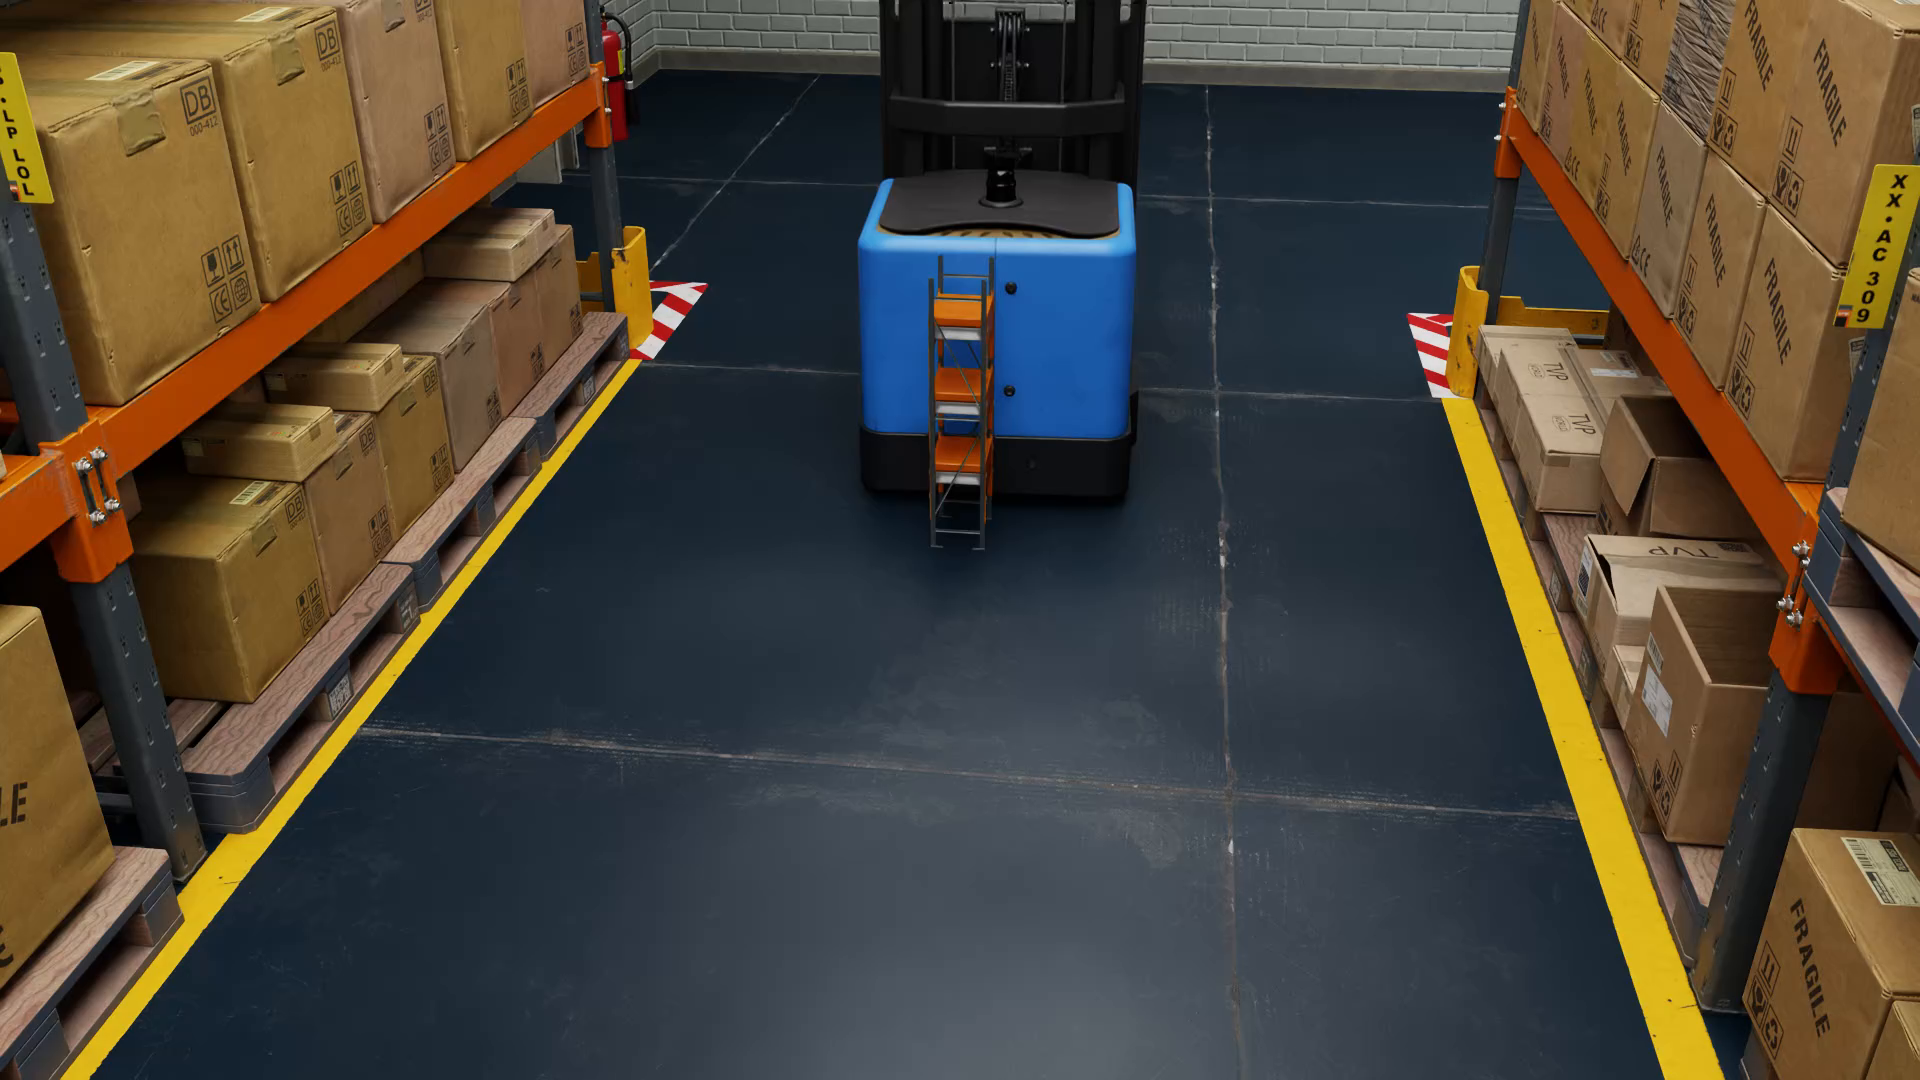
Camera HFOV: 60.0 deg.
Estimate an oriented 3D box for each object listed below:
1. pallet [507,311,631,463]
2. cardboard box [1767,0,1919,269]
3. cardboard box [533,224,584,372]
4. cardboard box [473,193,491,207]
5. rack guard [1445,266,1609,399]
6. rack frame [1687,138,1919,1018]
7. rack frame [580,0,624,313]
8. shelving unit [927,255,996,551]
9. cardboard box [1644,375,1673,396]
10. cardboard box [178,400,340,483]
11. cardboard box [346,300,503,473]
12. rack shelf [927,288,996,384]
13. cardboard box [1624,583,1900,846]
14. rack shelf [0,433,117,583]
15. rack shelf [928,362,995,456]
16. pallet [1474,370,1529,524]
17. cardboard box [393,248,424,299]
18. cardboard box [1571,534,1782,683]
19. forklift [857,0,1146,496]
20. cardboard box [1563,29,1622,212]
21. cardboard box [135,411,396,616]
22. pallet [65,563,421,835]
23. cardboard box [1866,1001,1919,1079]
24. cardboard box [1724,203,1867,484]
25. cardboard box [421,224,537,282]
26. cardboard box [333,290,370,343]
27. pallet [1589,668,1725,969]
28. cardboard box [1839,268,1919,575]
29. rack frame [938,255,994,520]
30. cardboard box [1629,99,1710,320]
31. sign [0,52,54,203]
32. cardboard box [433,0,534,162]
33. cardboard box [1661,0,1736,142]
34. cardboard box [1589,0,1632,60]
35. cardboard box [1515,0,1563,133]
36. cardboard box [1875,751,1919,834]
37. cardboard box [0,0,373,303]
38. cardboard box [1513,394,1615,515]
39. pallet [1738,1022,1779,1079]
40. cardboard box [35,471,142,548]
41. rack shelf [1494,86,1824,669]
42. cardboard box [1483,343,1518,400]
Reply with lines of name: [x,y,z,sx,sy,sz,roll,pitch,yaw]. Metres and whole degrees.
pallet: [-2.122,-0.717,7.358,1.003,0.211,1.213,3,28,6]
cardboard box: [2.130,-0.894,3.587,0.500,0.500,0.500,3,29,6]
cardboard box: [-2.088,-1.074,7.275,0.700,0.500,0.500,3,28,6]
cardboard box: [-2.271,-1.430,7.251,0.380,0.149,0.250,4,29,7]
rack guard: [2.806,-0.903,7.399,1.175,0.500,0.348,3,28,6]
rack frame: [2.325,-0.156,3.378,1.000,3.000,0.127,3,28,6]
rack frame: [-2.102,-2.325,7.404,1.000,3.000,0.127,3,28,6]
shelving unit: [0.007,-0.487,6.048,0.215,1.050,0.252,3,28,6]
cardboard box: [2.854,-0.530,6.594,0.380,0.166,0.250,3,28,6]
cardboard box: [-2.175,-0.309,5.170,0.380,0.149,0.250,4,29,8]
cardboard box: [-2.210,-0.602,6.398,0.700,0.500,0.500,2,28,5]
rack shelf: [0.007,-0.728,5.918,0.215,0.259,0.240,3,28,6]
cardboard box: [2.113,0.466,4.395,0.500,0.500,0.500,3,28,6]
rack shelf: [-2.837,0.816,2.332,1.077,0.370,4.000,3,28,6]
rack shelf: [0.007,-0.478,6.053,0.215,0.259,0.240,3,28,6]
pallet: [2.709,-0.400,6.771,1.003,0.211,1.213,3,28,6]
cardboard box: [-2.364,-1.074,6.590,0.380,0.149,0.250,4,29,7]
cardboard box: [2.205,0.196,5.095,0.500,0.311,0.500,3,28,6]
forklift: [0.232,-2.124,7.103,1.130,2.935,3.031,2,28,4]
cardboard box: [2.377,-1.410,5.600,0.500,0.500,0.500,3,28,6]
cardboard box: [-2.333,-0.109,5.483,0.700,0.500,0.500,3,28,6]
pallet: [-2.421,0.432,5.226,1.003,0.211,1.213,3,28,6]
cardboard box: [1.970,1.216,3.003,0.500,0.500,0.500,4,29,7]
cardboard box: [2.132,-0.451,3.818,0.500,0.500,0.500,4,29,7]
cardboard box: [-1.954,-1.169,6.765,0.380,0.149,0.250,4,29,8]
cardboard box: [-2.425,-0.834,6.144,0.380,0.149,0.250,4,29,7]
pallet: [2.410,0.748,4.639,1.003,0.211,1.213,3,28,6]
cardboard box: [2.045,-0.175,2.865,0.700,0.500,0.500,-6,29,-11]
rack frame: [0.021,-0.545,6.154,0.200,1.050,0.008,3,28,6]
cardboard box: [2.254,-0.935,4.718,0.500,0.500,0.500,4,29,7]
sign: [-2.052,-0.890,3.603,0.100,0.325,0.005,3,28,6]
cardboard box: [-2.232,-1.874,6.249,0.980,0.700,0.700,3,28,6]
cardboard box: [2.252,-1.372,4.475,0.500,0.500,0.500,4,29,7]
cardboard box: [2.376,-1.848,5.358,0.500,0.500,0.500,4,29,7]
cardboard box: [2.499,-1.890,6.490,0.500,0.500,0.500,4,29,7]
cardboard box: [2.591,0.649,4.254,0.500,0.311,0.500,3,28,6]
cardboard box: [-2.414,-1.172,4.947,0.980,0.700,0.700,3,28,5]
cardboard box: [2.345,-0.312,6.102,0.500,0.250,0.500,3,28,6]
pallet: [2.263,1.456,3.324,1.003,0.211,1.213,3,28,6]
cardboard box: [-2.613,-0.102,4.785,0.380,0.149,0.250,3,28,6]
rack shelf: [2.570,-0.781,5.296,1.077,0.370,4.000,3,28,6]
cardboard box: [2.392,-0.691,6.893,0.380,0.166,0.250,3,28,6]
